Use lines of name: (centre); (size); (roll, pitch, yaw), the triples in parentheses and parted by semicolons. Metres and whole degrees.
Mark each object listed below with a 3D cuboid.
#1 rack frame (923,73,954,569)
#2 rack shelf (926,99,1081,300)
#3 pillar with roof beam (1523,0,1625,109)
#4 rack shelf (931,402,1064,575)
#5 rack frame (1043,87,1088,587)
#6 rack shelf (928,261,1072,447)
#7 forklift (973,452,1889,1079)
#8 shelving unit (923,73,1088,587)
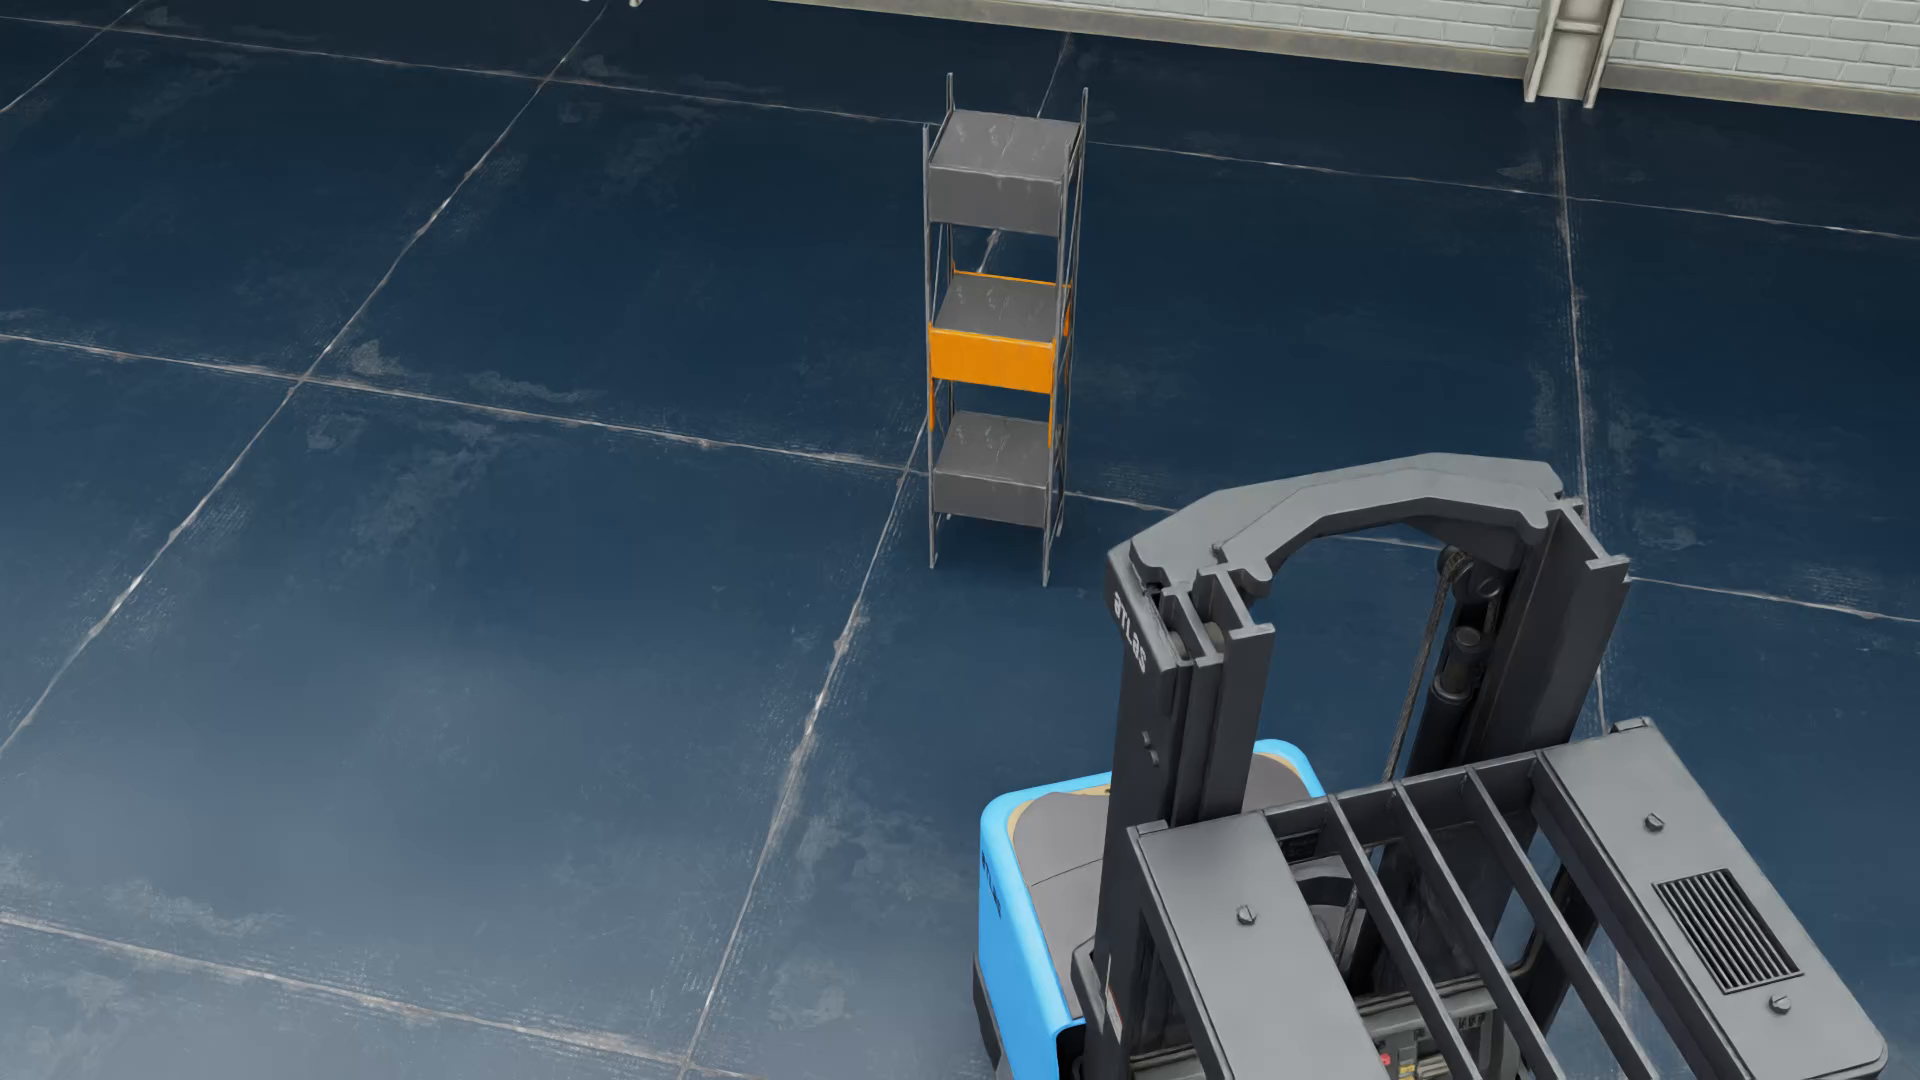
rack frame: (-0.077, -0.768, 6.494); (0.015, 2.100, 0.400); (9, 45, 9)
rack shelf: (0.162, -1.226, 5.980); (0.480, 0.518, 0.431); (9, 45, 9)
pillar with roof beam: (2.659, -3.023, 3.862); (0.400, 9.000, 9.100); (9, 45, 9)
rack shelf: (0.162, -0.217, 6.951); (0.480, 0.518, 0.431); (9, 45, 9)
rack frame: (0.400, -0.694, 6.417); (0.015, 2.100, 0.400); (9, 45, 9)
rack shelf: (0.162, -0.722, 6.465); (0.480, 0.518, 0.431); (9, 45, 9)
forklift: (0.907, 1.382, 3.661); (1.130, 2.935, 3.031); (-10, 45, -10)
shelving unit: (0.162, -0.731, 6.456); (0.503, 2.100, 0.431); (9, 45, 9)
